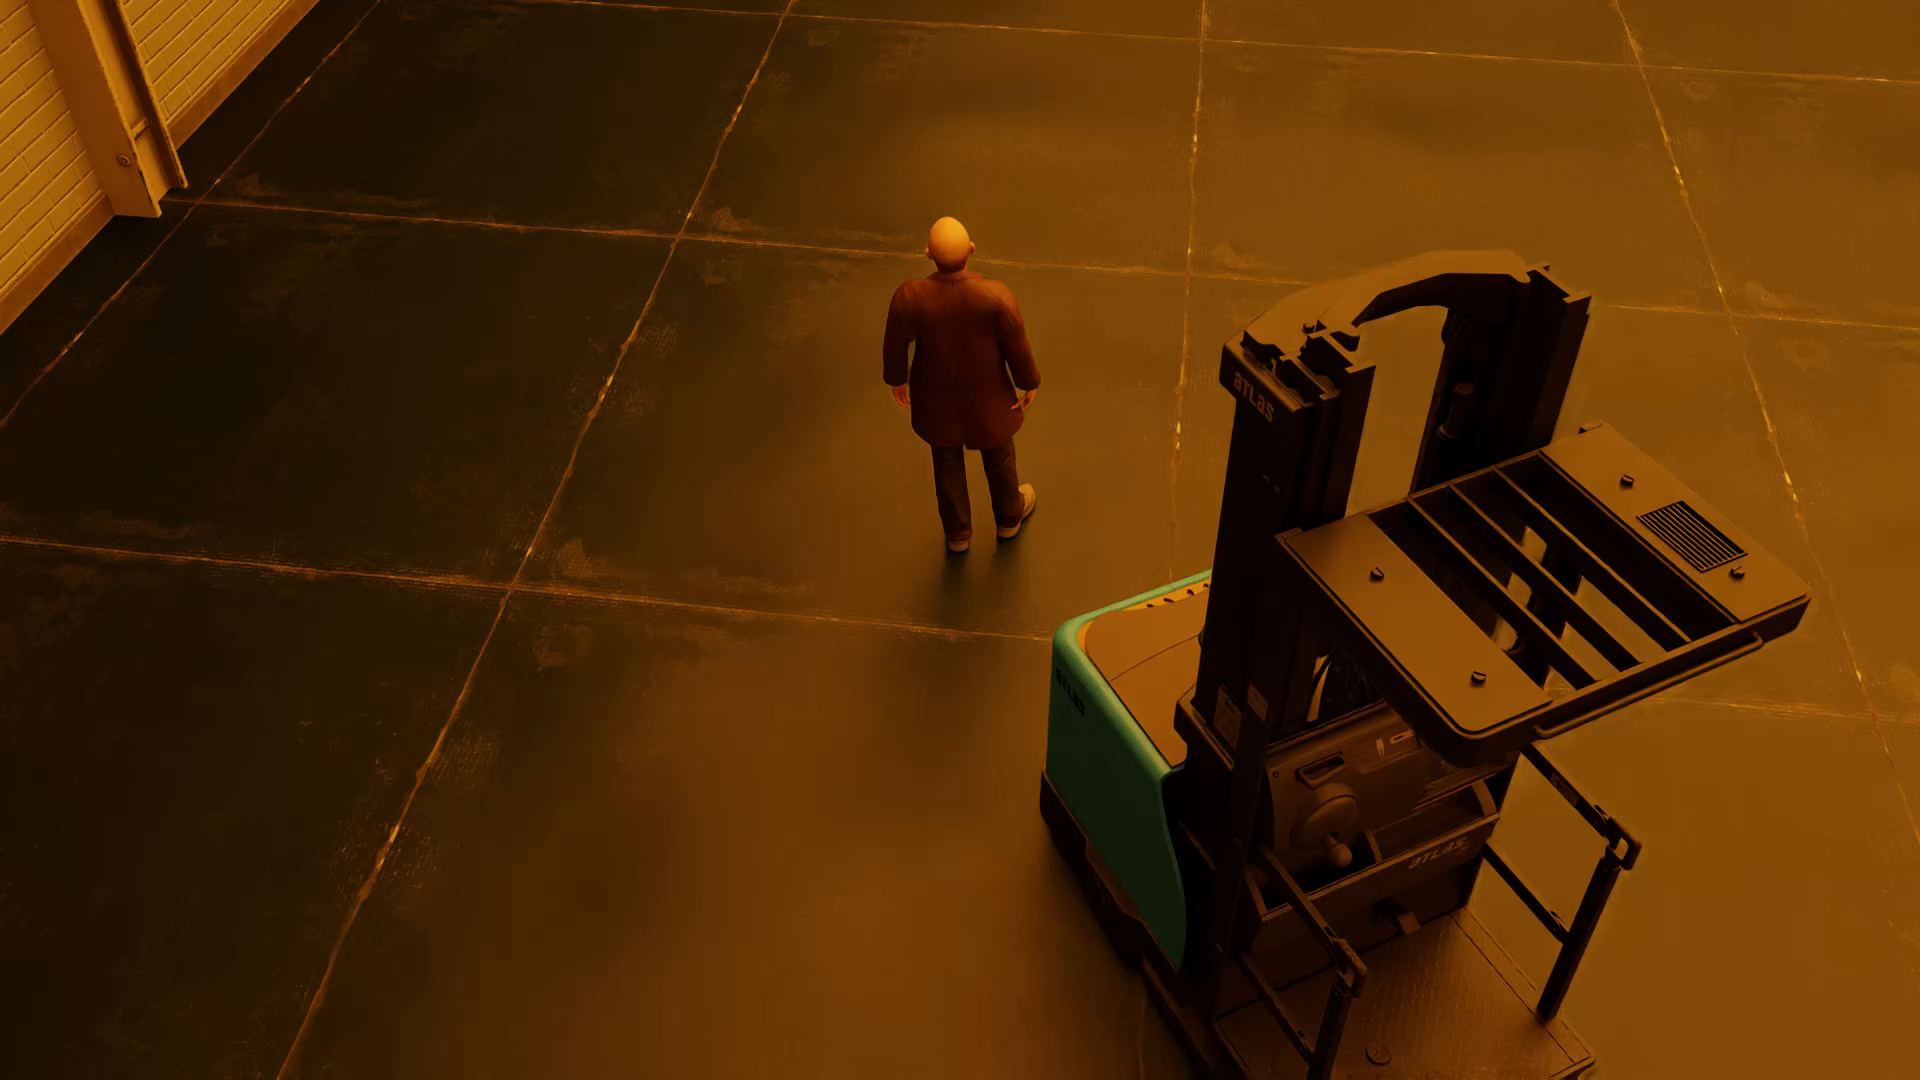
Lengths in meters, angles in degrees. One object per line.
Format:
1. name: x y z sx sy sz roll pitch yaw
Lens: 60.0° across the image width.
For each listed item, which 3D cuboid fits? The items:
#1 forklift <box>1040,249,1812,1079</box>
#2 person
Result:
1. forklift: 1.418 0.770 4.887 1.130 2.935 3.031 -18 46 -19
2. person: 0.016 -0.721 7.352 0.696 1.777 0.579 5 43 6
